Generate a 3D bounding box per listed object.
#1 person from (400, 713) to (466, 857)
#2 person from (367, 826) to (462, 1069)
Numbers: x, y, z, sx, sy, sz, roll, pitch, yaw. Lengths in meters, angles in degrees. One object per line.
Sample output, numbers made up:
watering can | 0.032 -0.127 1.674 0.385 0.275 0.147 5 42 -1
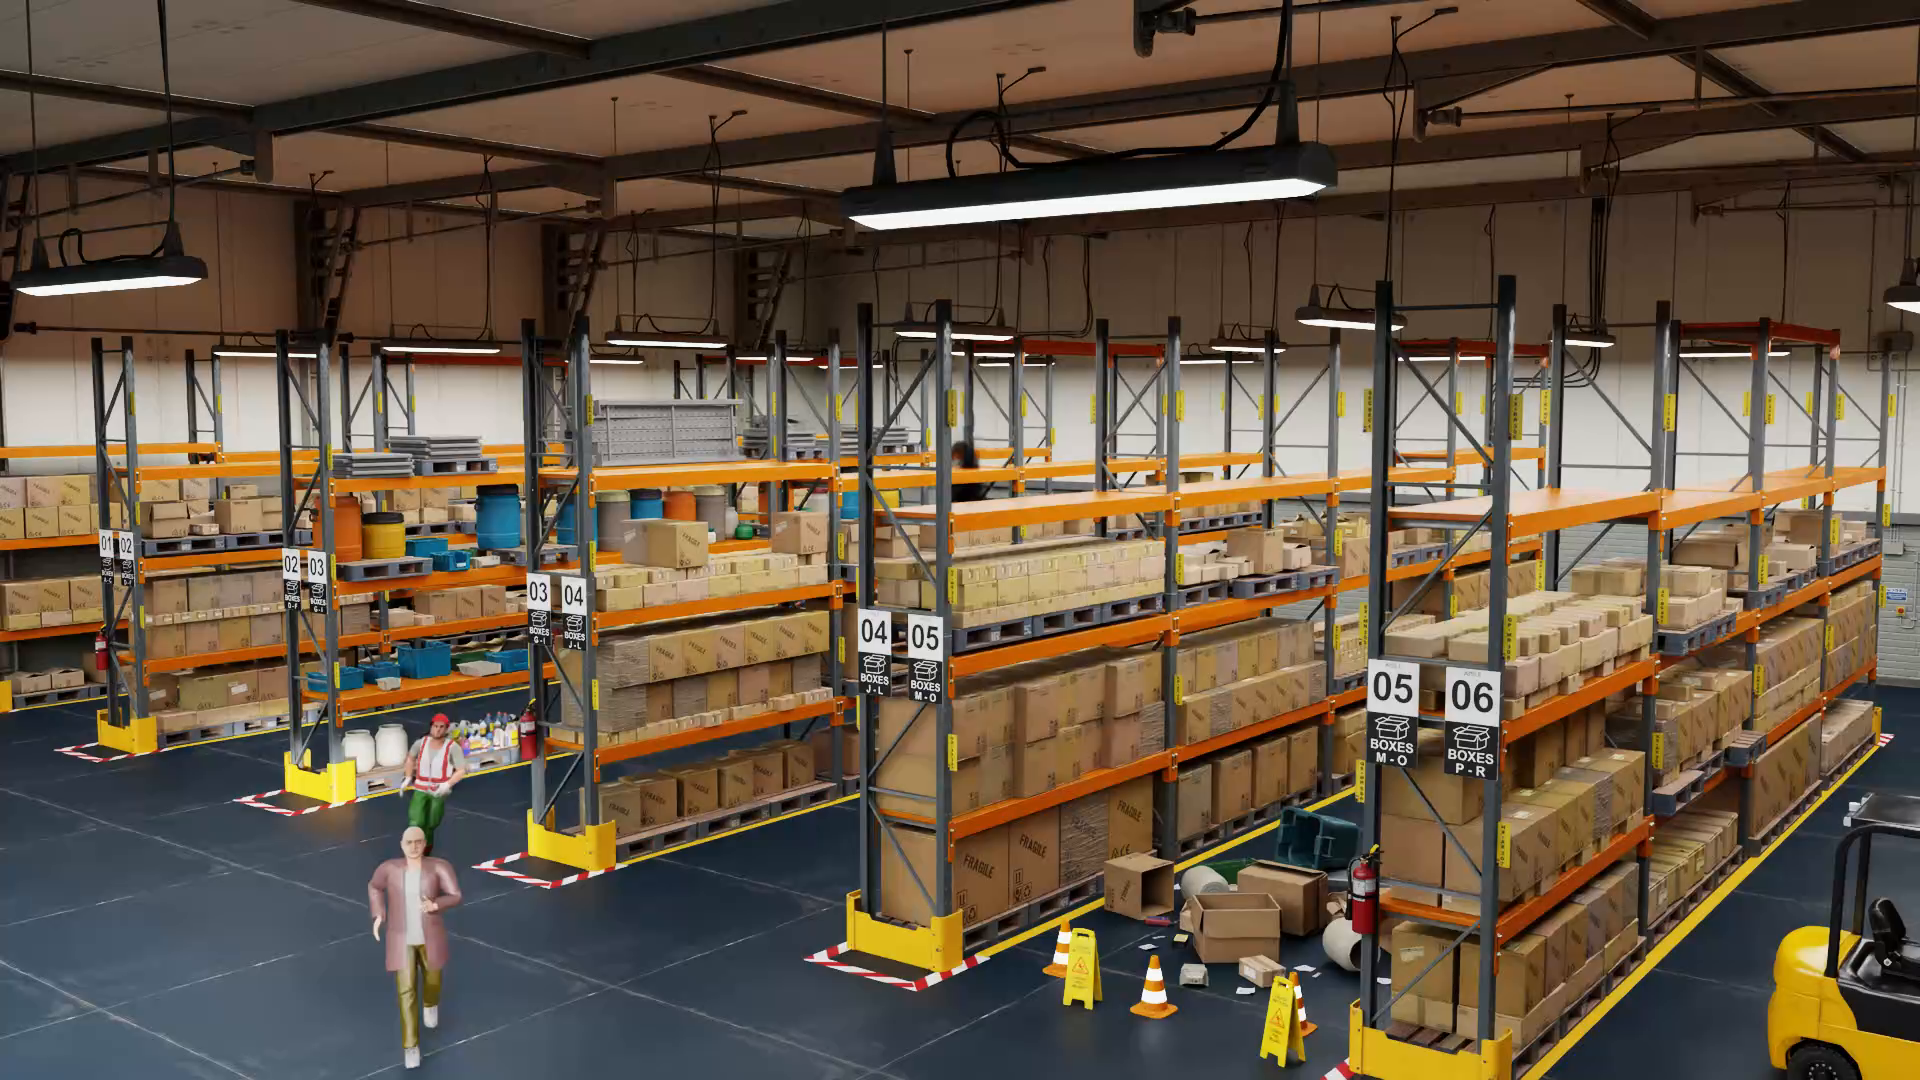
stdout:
person | -5.724 2.744 17.997 0.711 1.707 0.576 0 5 -5
person | -4.281 3.128 13.071 0.702 1.743 1.058 -2 5 -18
